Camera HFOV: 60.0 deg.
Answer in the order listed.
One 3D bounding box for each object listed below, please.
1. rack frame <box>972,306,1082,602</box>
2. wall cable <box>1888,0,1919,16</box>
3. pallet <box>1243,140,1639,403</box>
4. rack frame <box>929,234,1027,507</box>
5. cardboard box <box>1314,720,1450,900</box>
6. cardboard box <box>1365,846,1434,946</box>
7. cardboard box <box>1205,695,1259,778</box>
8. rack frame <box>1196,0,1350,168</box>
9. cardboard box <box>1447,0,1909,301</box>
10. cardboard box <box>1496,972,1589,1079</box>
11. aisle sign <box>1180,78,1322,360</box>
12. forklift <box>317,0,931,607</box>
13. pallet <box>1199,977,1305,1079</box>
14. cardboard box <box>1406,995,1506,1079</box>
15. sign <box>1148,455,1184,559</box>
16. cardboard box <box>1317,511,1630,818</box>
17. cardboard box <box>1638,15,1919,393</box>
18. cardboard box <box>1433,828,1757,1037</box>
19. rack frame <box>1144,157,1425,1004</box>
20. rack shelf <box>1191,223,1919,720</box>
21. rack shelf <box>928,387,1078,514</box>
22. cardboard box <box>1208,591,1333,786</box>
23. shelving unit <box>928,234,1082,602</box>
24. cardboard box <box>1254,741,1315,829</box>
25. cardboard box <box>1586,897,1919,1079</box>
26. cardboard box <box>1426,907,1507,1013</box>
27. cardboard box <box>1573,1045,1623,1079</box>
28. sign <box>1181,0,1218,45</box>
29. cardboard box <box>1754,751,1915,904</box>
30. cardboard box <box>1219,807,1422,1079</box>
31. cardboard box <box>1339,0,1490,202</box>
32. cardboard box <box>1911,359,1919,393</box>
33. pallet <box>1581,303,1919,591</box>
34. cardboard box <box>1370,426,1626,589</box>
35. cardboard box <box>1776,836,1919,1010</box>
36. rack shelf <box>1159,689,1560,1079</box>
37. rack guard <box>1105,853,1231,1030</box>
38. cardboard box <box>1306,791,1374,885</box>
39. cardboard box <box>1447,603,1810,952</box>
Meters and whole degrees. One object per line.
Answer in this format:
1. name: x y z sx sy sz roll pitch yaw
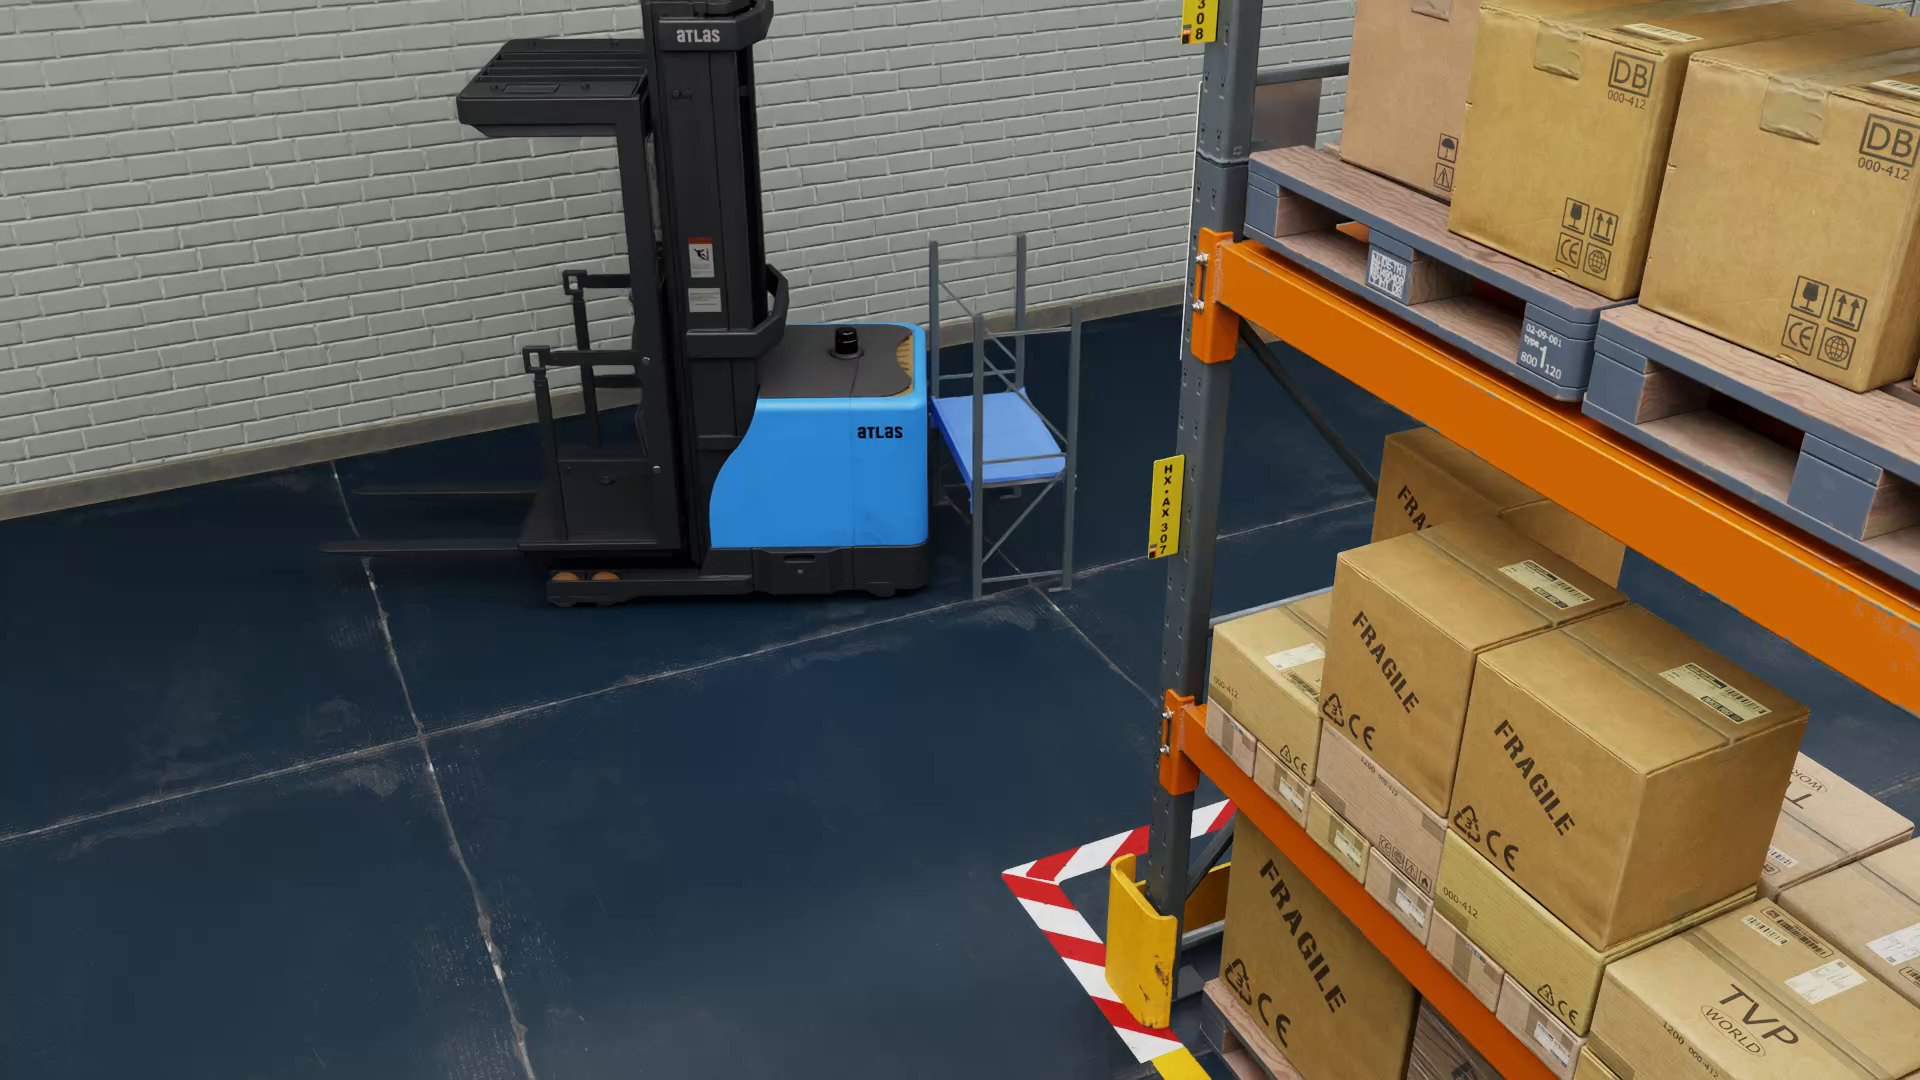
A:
1. rack frame: 0.307 -0.384 7.901 0.500 1.500 0.032 -6 30 -11
2. wall cable: 7.618 -4.820 13.208 0.585 1.953 0.123 -13 32 -22
3. pallet: 1.437 -0.740 4.027 1.003 0.211 1.213 -13 32 -22
4. rack frame: 0.091 -0.869 8.767 0.500 1.500 0.032 -6 30 -11
5. cardboard box: 1.300 0.636 4.398 0.500 0.250 0.500 -13 32 -23
6. cardboard box: 1.298 0.880 4.370 0.380 0.149 0.250 -14 32 -23
7. cardboard box: 0.963 0.539 4.978 0.380 0.149 0.250 -13 32 -21
8. rack frame: 1.109 -2.413 3.853 1.000 3.000 0.127 -13 32 -22
9. cardboard box: 1.513 -0.883 3.557 0.700 0.500 0.500 -14 32 -24
10. cardboard box: 1.518 1.107 3.966 0.380 0.149 0.250 -13 32 -23
11. aisle sign: 0.807 -0.899 4.628 0.394 0.787 0.004 -13 32 -22
12. forklift: -1.668 -1.214 7.918 3.031 2.935 1.130 -1 29 -1
13. pallet: 1.523 1.757 5.401 1.003 0.211 1.213 -13 32 -22
14. cardboard box: 1.847 1.615 4.546 0.875 0.875 0.875 -13 32 -22
15. sign: 0.605 -0.095 4.886 0.100 0.325 0.005 -13 32 -22
16. cardboard box: 1.286 0.302 4.227 0.500 0.500 0.500 -14 32 -23
17. cardboard box: 1.779 -0.664 3.167 0.700 0.500 0.500 -15 33 -25
18. cardboard box: 1.513 0.859 4.000 0.500 0.250 0.500 -14 32 -24
19. rack frame: 1.109 0.204 5.320 1.000 3.000 0.127 -13 32 -22
20. rack shelf: 1.968 0.093 3.187 1.077 0.370 4.000 -13 32 -22
21. rack shelf: 0.199 -0.470 8.422 0.538 0.185 1.000 -6 30 -11
22. cardboard box: 1.071 0.408 4.805 0.500 0.250 0.500 -14 32 -23
23. shelving unit: 0.199 -0.626 8.334 0.538 1.500 1.048 -6 30 -11
24. cardboard box: 1.075 0.652 4.777 0.380 0.149 0.250 -14 32 -23
25. cardboard box: 1.742 1.088 3.591 0.500 0.250 0.500 -14 32 -23
26. cardboard box: 1.406 0.993 4.169 0.380 0.149 0.250 -14 32 -23
27. cardboard box: 1.625 1.219 3.767 0.380 0.149 0.250 -14 32 -23
28. sign: 0.605 -1.407 4.150 0.100 0.325 0.005 -13 32 -22
29. cardboard box: 1.993 0.747 4.201 0.500 0.250 0.500 -14 32 -24
30. cardboard box: 1.456 1.213 5.263 0.875 0.875 0.875 -13 32 -22
31. cardboard box: 1.381 -1.157 4.045 0.700 0.500 0.500 -15 33 -25
32. cardboard box: 2.113 -0.440 2.768 0.700 0.500 0.500 -12 31 -20
33. pallet: 1.965 -0.201 3.065 1.003 0.211 1.213 -13 32 -22
34. cardboard box: 1.556 -0.028 4.815 0.500 0.500 0.500 -13 32 -21
35. cardboard box: 2.220 0.976 3.792 0.500 0.250 0.500 -13 32 -22
36. rack shelf: 1.968 1.401 3.920 1.077 0.370 4.000 -13 32 -22
37. rack guard: 1.099 1.283 5.950 1.175 0.500 0.348 -13 32 -22
38. cardboard box: 1.185 0.765 4.575 0.380 0.149 0.250 -14 32 -23
39. cardboard box: 1.514 0.529 3.821 0.500 0.500 0.500 -14 32 -23
